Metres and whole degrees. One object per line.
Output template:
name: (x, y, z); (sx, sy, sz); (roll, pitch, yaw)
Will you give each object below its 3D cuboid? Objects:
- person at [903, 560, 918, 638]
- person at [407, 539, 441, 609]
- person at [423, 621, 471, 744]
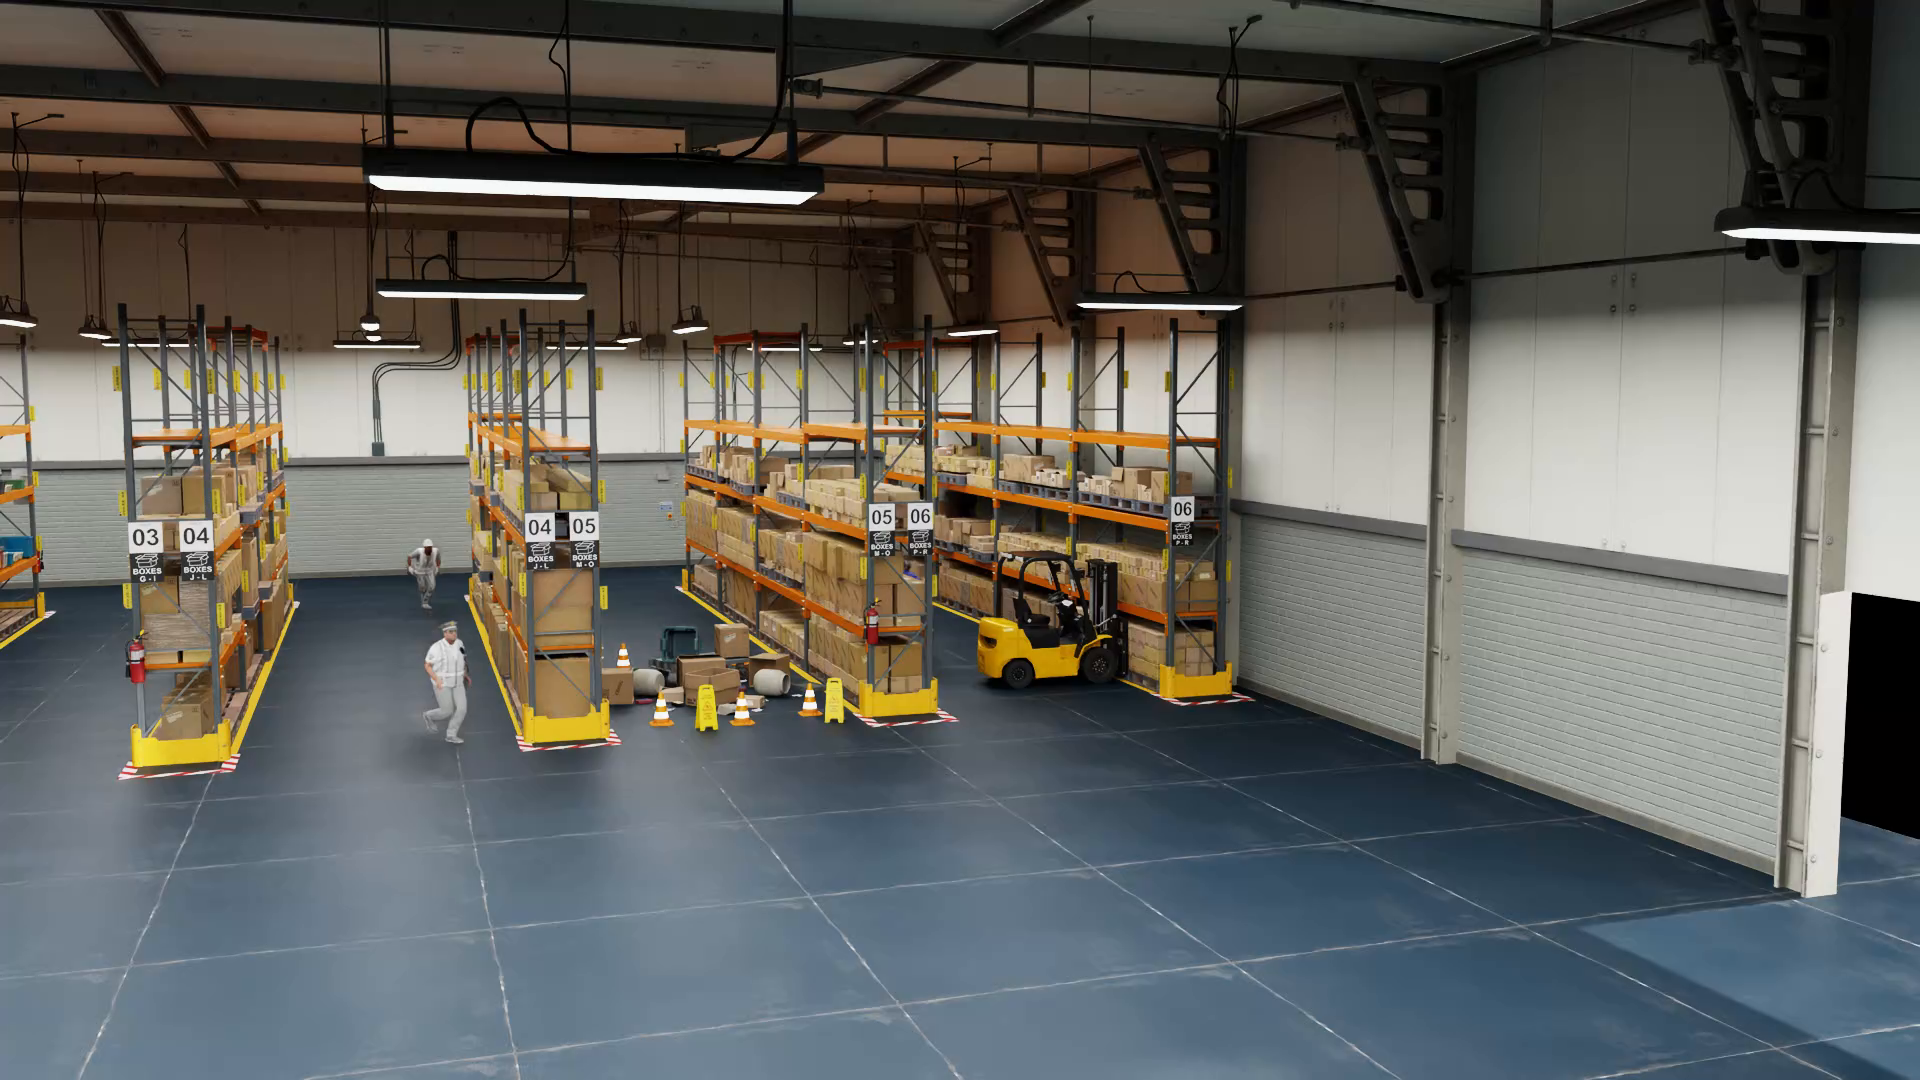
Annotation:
person: (-1.043, 1.208, 31.663); (0.590, 1.647, 0.620); (-1, 5, -5)
person: (-11.829, 0.745, 36.691); (0.709, 1.582, 0.929); (-3, 6, -30)
person: (-7.144, 1.961, 23.104); (0.646, 1.725, 0.649); (4, 7, 39)
